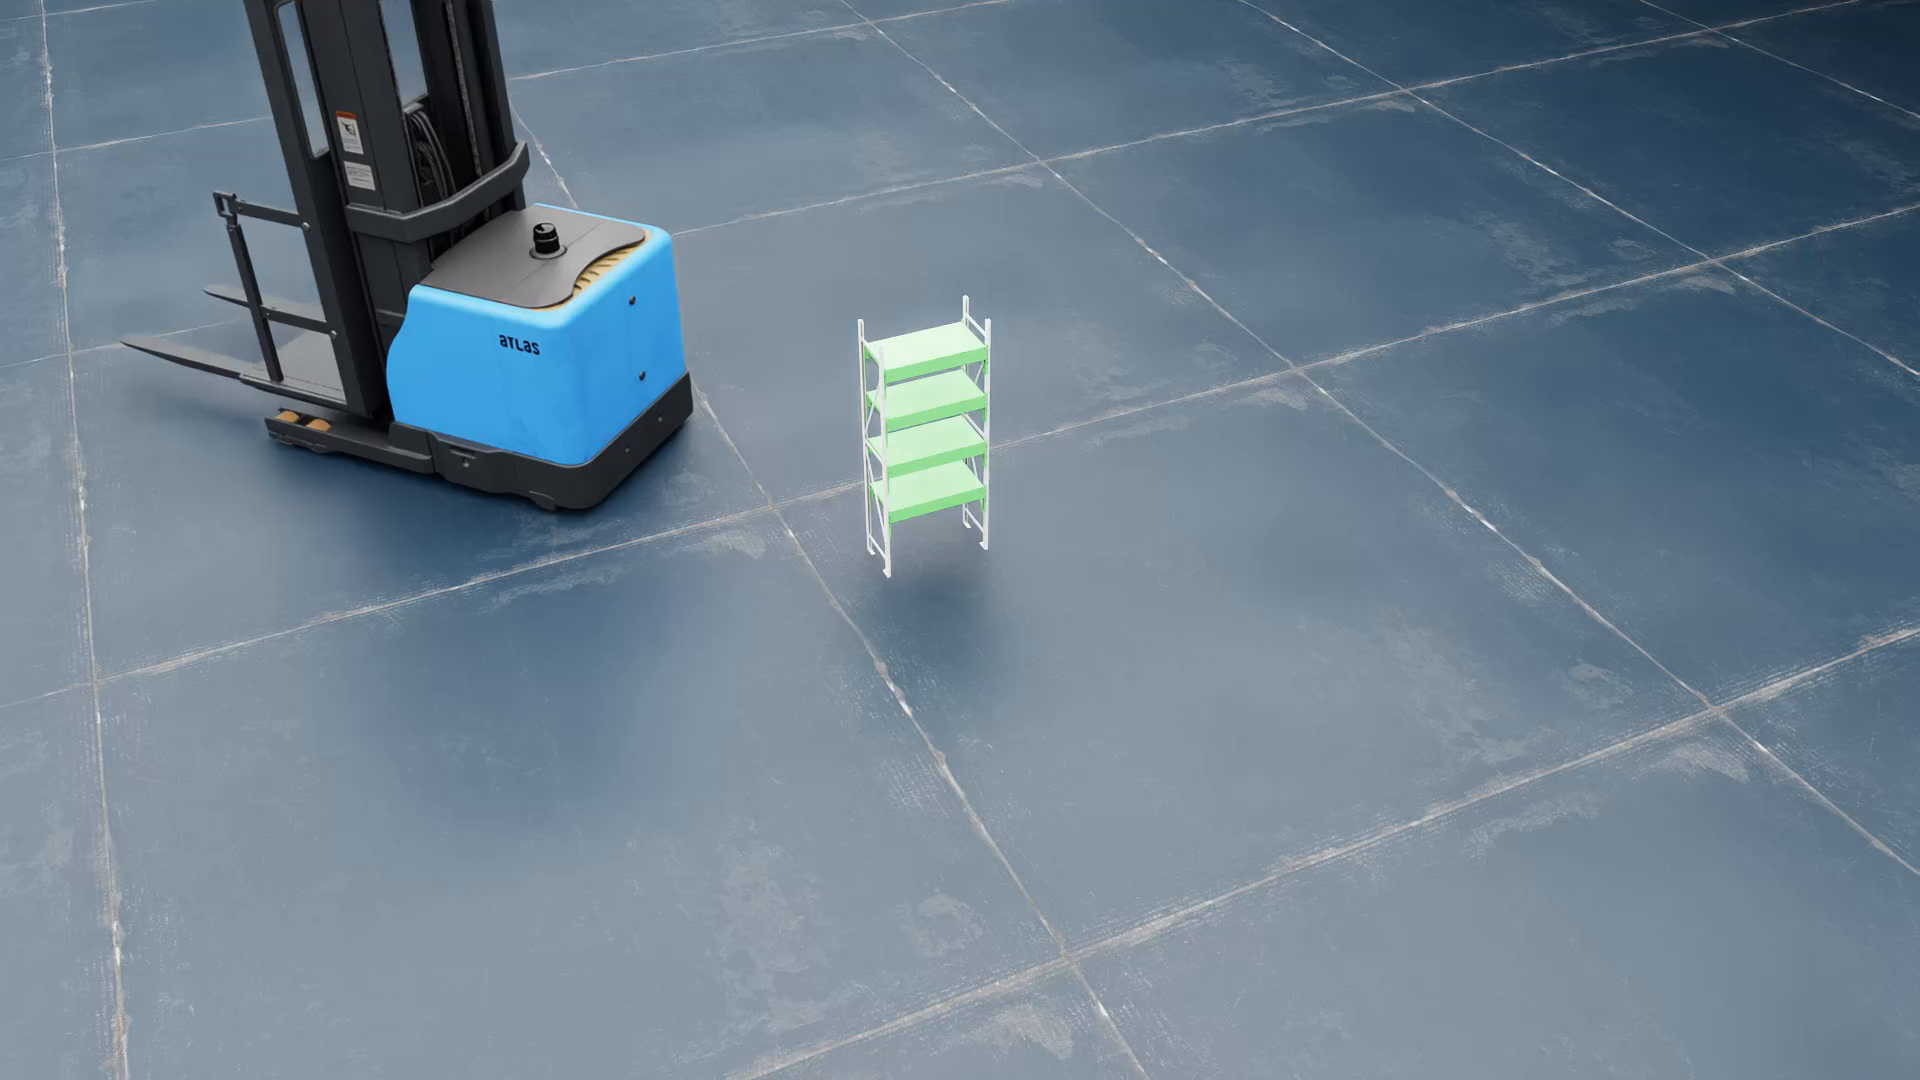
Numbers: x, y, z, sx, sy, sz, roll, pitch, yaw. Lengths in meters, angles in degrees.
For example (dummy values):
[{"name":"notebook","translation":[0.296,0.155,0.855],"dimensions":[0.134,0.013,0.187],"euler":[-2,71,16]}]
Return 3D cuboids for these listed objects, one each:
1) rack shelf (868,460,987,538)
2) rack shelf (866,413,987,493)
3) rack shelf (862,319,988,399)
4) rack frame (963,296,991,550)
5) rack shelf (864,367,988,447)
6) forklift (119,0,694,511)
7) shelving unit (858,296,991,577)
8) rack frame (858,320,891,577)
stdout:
[{"name":"rack shelf","translation":[-0.150,-0.196,7.517],"dimensions":[0.480,0.148,0.258],"euler":[-16,39,-20]},{"name":"rack shelf","translation":[-0.150,-0.389,7.374],"dimensions":[0.480,0.148,0.258],"euler":[-16,39,-20]},{"name":"rack shelf","translation":[-0.150,-0.774,7.088],"dimensions":[0.480,0.148,0.258],"euler":[-16,39,-20]},{"name":"rack frame","translation":[0.071,-0.502,7.419],"dimensions":[0.015,1.200,0.240],"euler":[-16,39,-20]},{"name":"rack shelf","translation":[-0.150,-0.581,7.231],"dimensions":[0.480,0.148,0.258],"euler":[-16,39,-20]},{"name":"forklift","translation":[-2.932,-1.886,7.832],"dimensions":[3.031,2.935,1.130],"euler":[14,39,18]},{"name":"shelving unit","translation":[-0.150,-0.440,7.336],"dimensions":[0.503,1.200,0.258],"euler":[-16,39,-20]},{"name":"rack frame","translation":[-0.371,-0.378,7.253],"dimensions":[0.015,1.200,0.240],"euler":[-16,39,-20]}]
